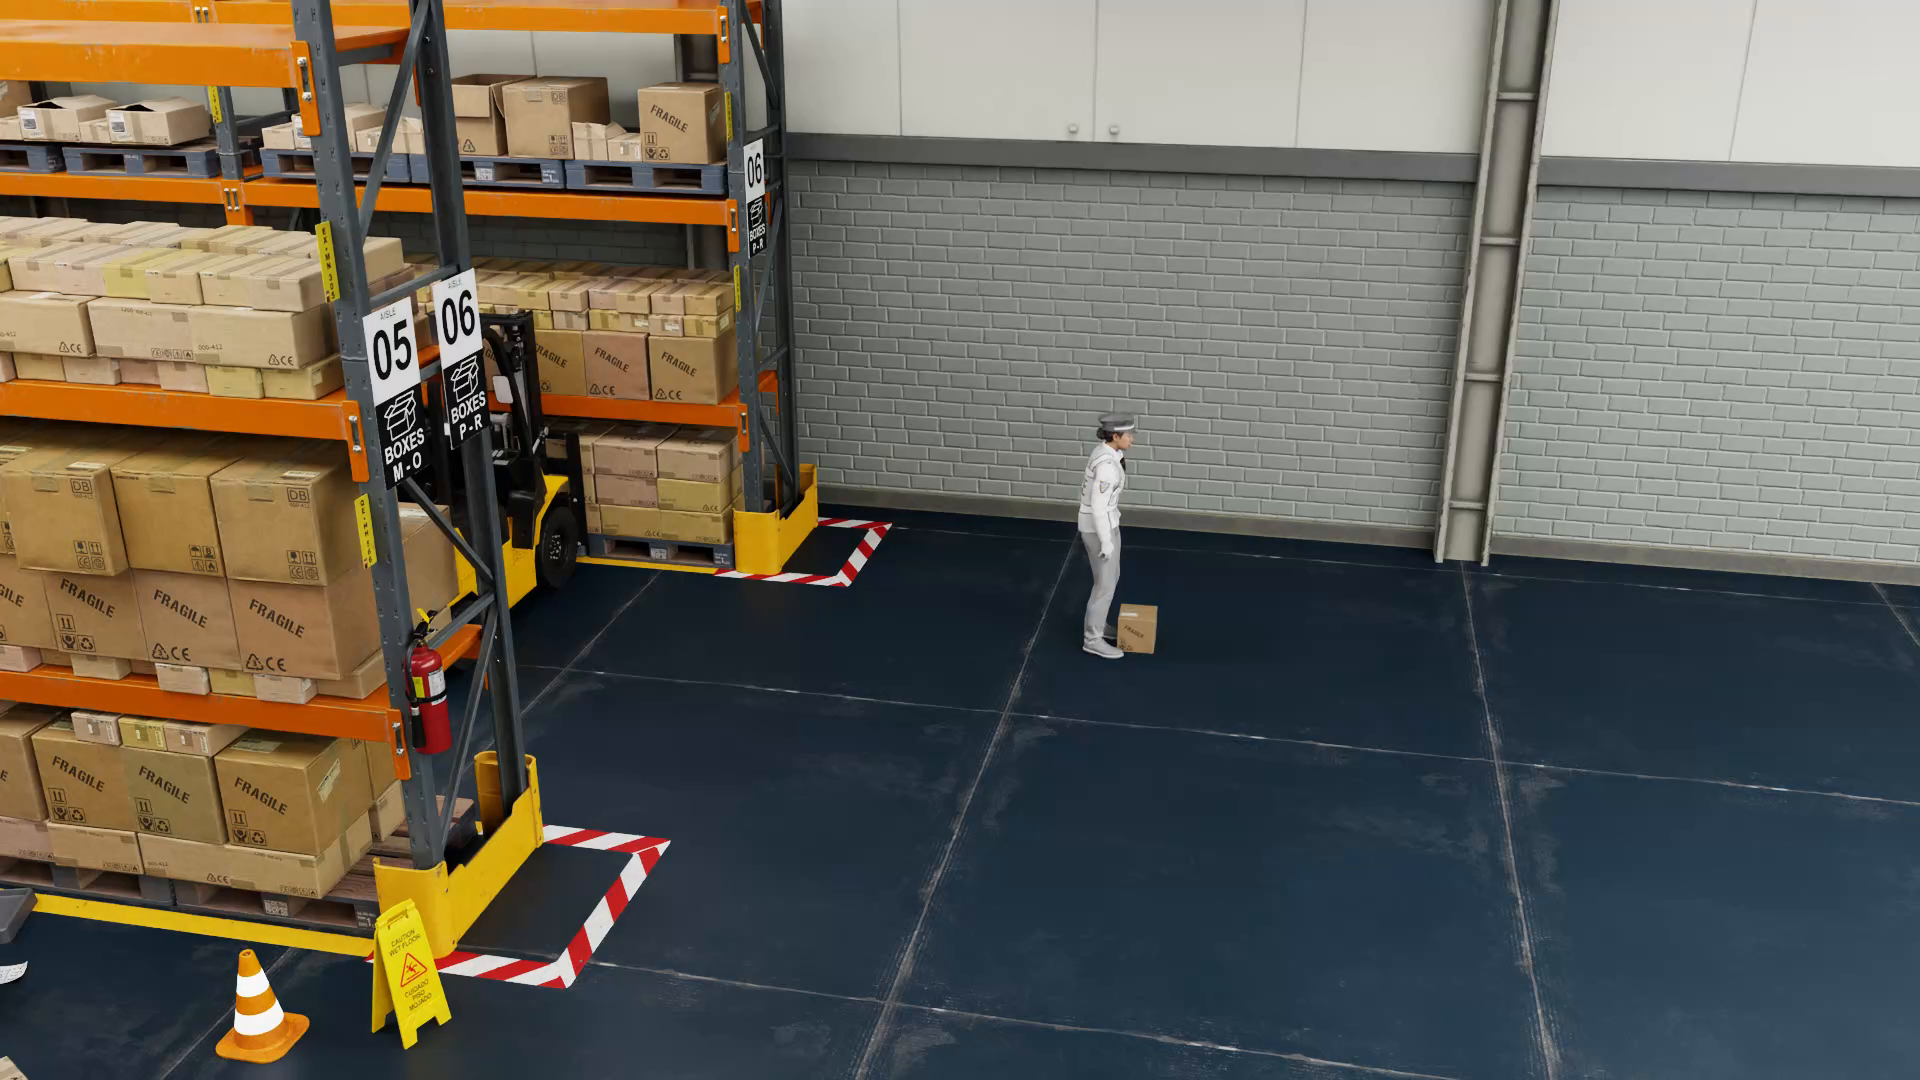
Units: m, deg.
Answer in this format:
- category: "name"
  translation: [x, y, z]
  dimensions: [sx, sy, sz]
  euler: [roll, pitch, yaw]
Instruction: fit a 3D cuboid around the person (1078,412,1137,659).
- category: "person"
  translation: [0.981, -0.062, 11.238]
  dimensions: [0.373, 1.662, 0.535]
  euler: [3, 22, 8]
